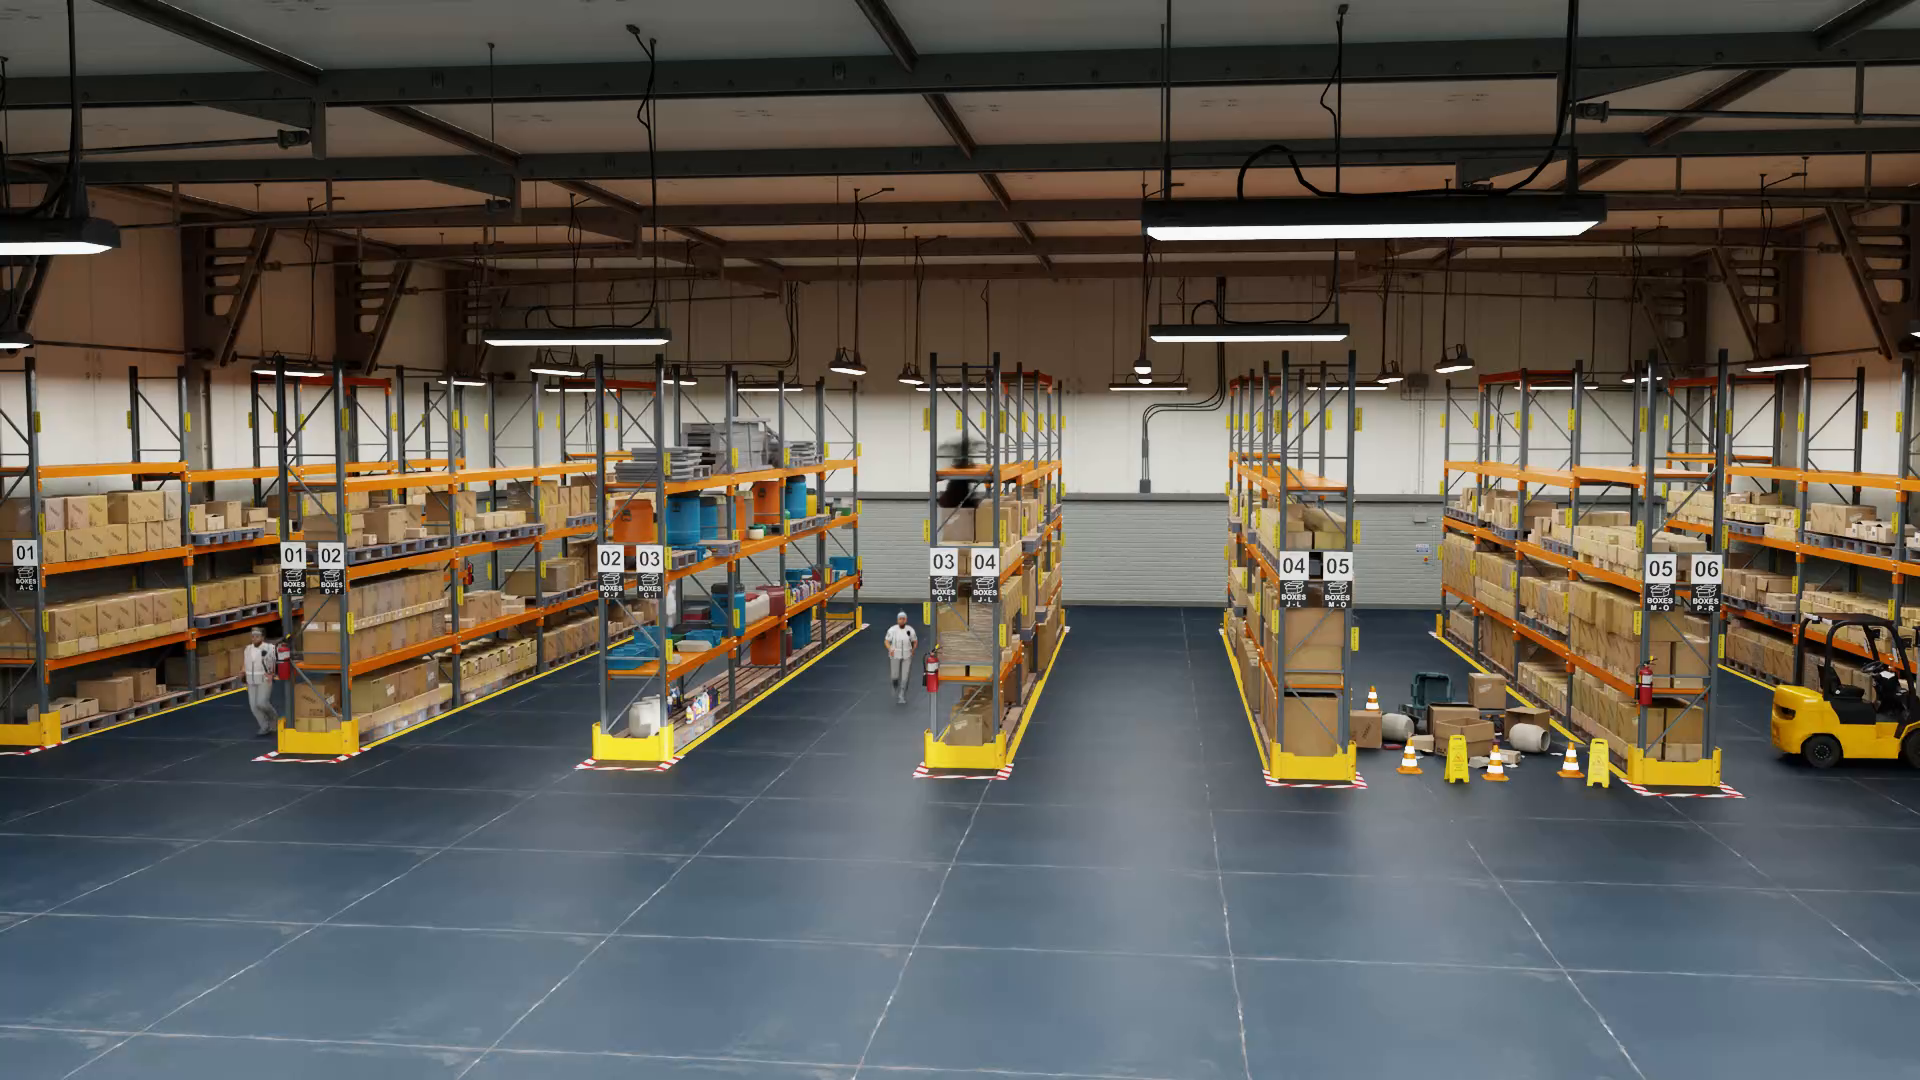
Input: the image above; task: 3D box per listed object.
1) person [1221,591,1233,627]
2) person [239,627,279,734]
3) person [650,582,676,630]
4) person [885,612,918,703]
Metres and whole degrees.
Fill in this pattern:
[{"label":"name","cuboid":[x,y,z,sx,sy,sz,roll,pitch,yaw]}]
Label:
[{"label":"person","cuboid":[6.725,1.381,40.505,0.743,1.559,0.620,1,4,11]},{"label":"person","cuboid":[-11.189,2.250,26.532,0.638,1.737,0.586,1,4,8]},{"label":"person","cuboid":[-6.307,1.586,35.613,0.632,1.776,0.931,0,4,-3]},{"label":"person","cuboid":[-1.038,2.096,29.645,0.588,1.620,0.543,0,4,-6]}]
